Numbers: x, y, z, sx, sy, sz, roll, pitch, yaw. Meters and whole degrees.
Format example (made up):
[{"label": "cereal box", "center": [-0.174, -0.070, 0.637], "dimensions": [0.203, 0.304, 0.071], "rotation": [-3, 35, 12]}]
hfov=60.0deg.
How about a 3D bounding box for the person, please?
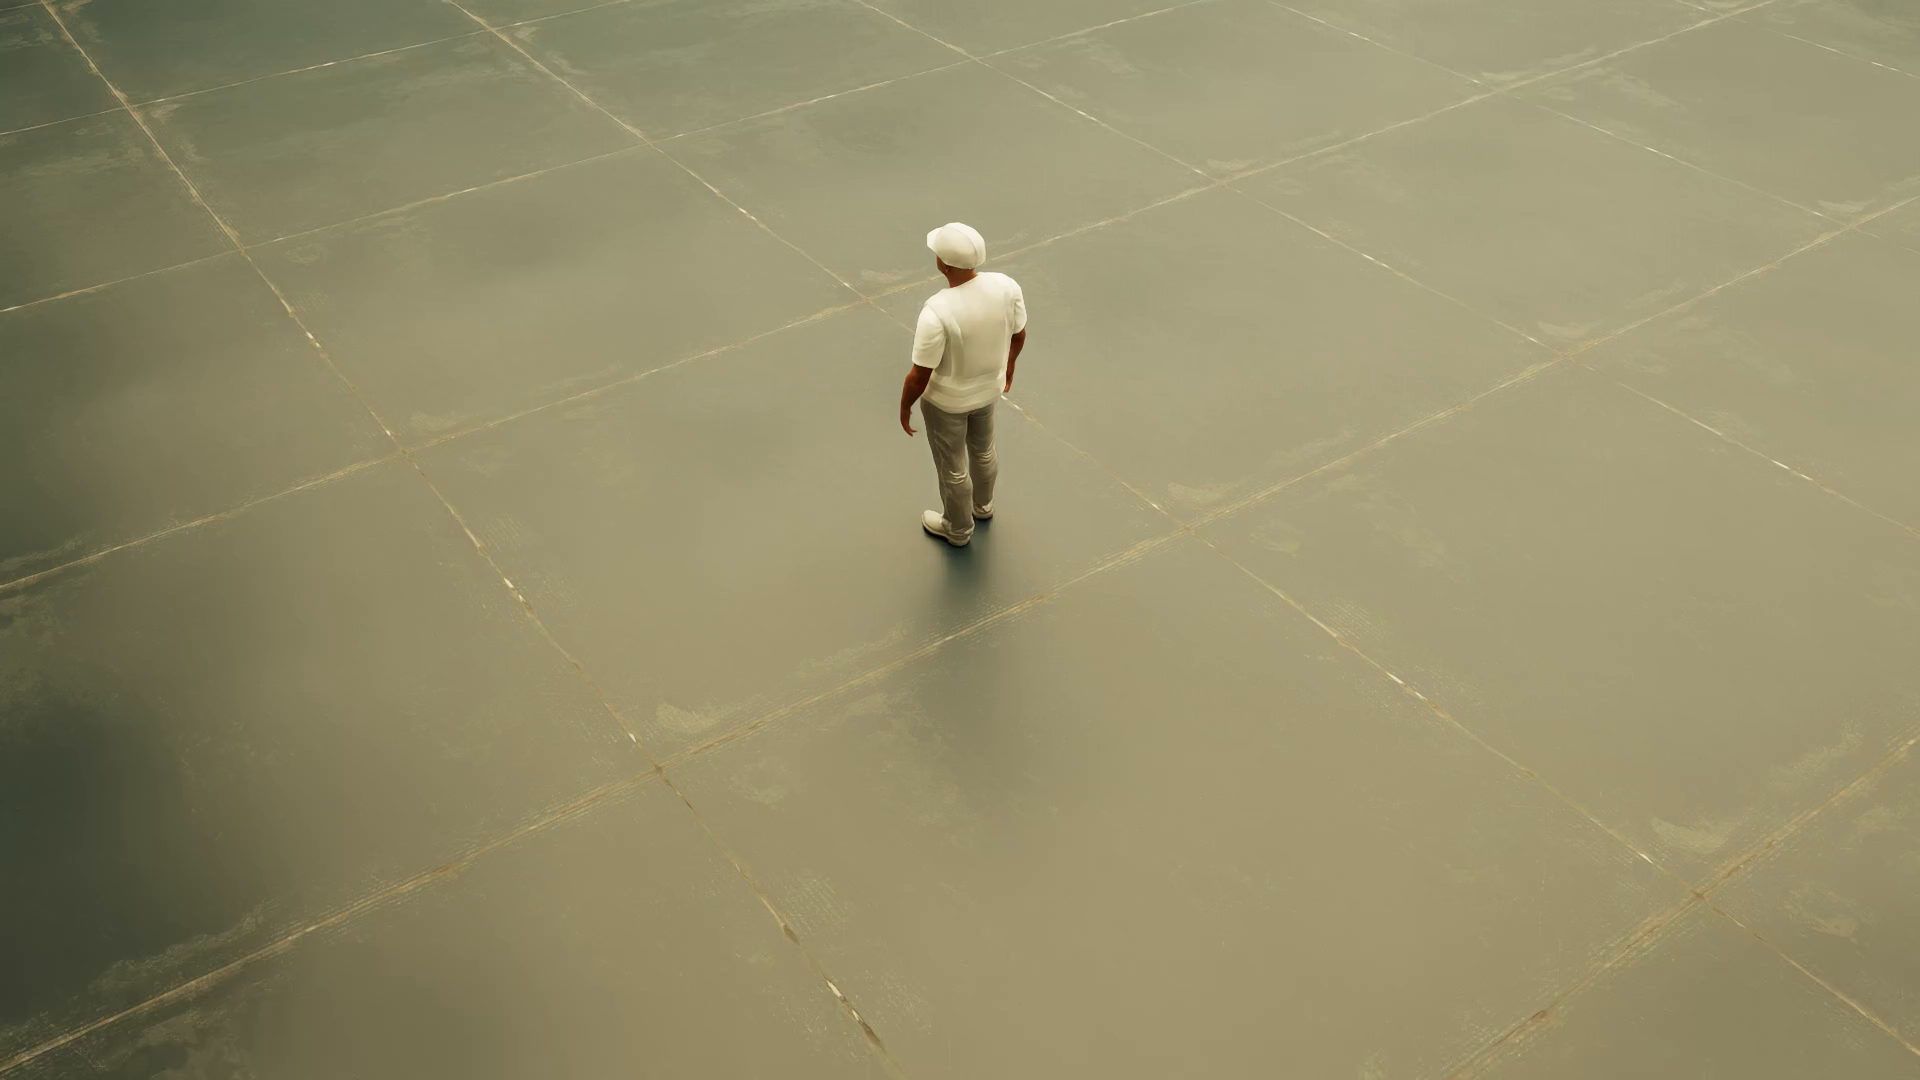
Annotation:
[{"label": "person", "center": [-0.035, -0.752, 7.929], "dimensions": [0.665, 1.765, 0.577], "rotation": [-23, 42, -28]}]
